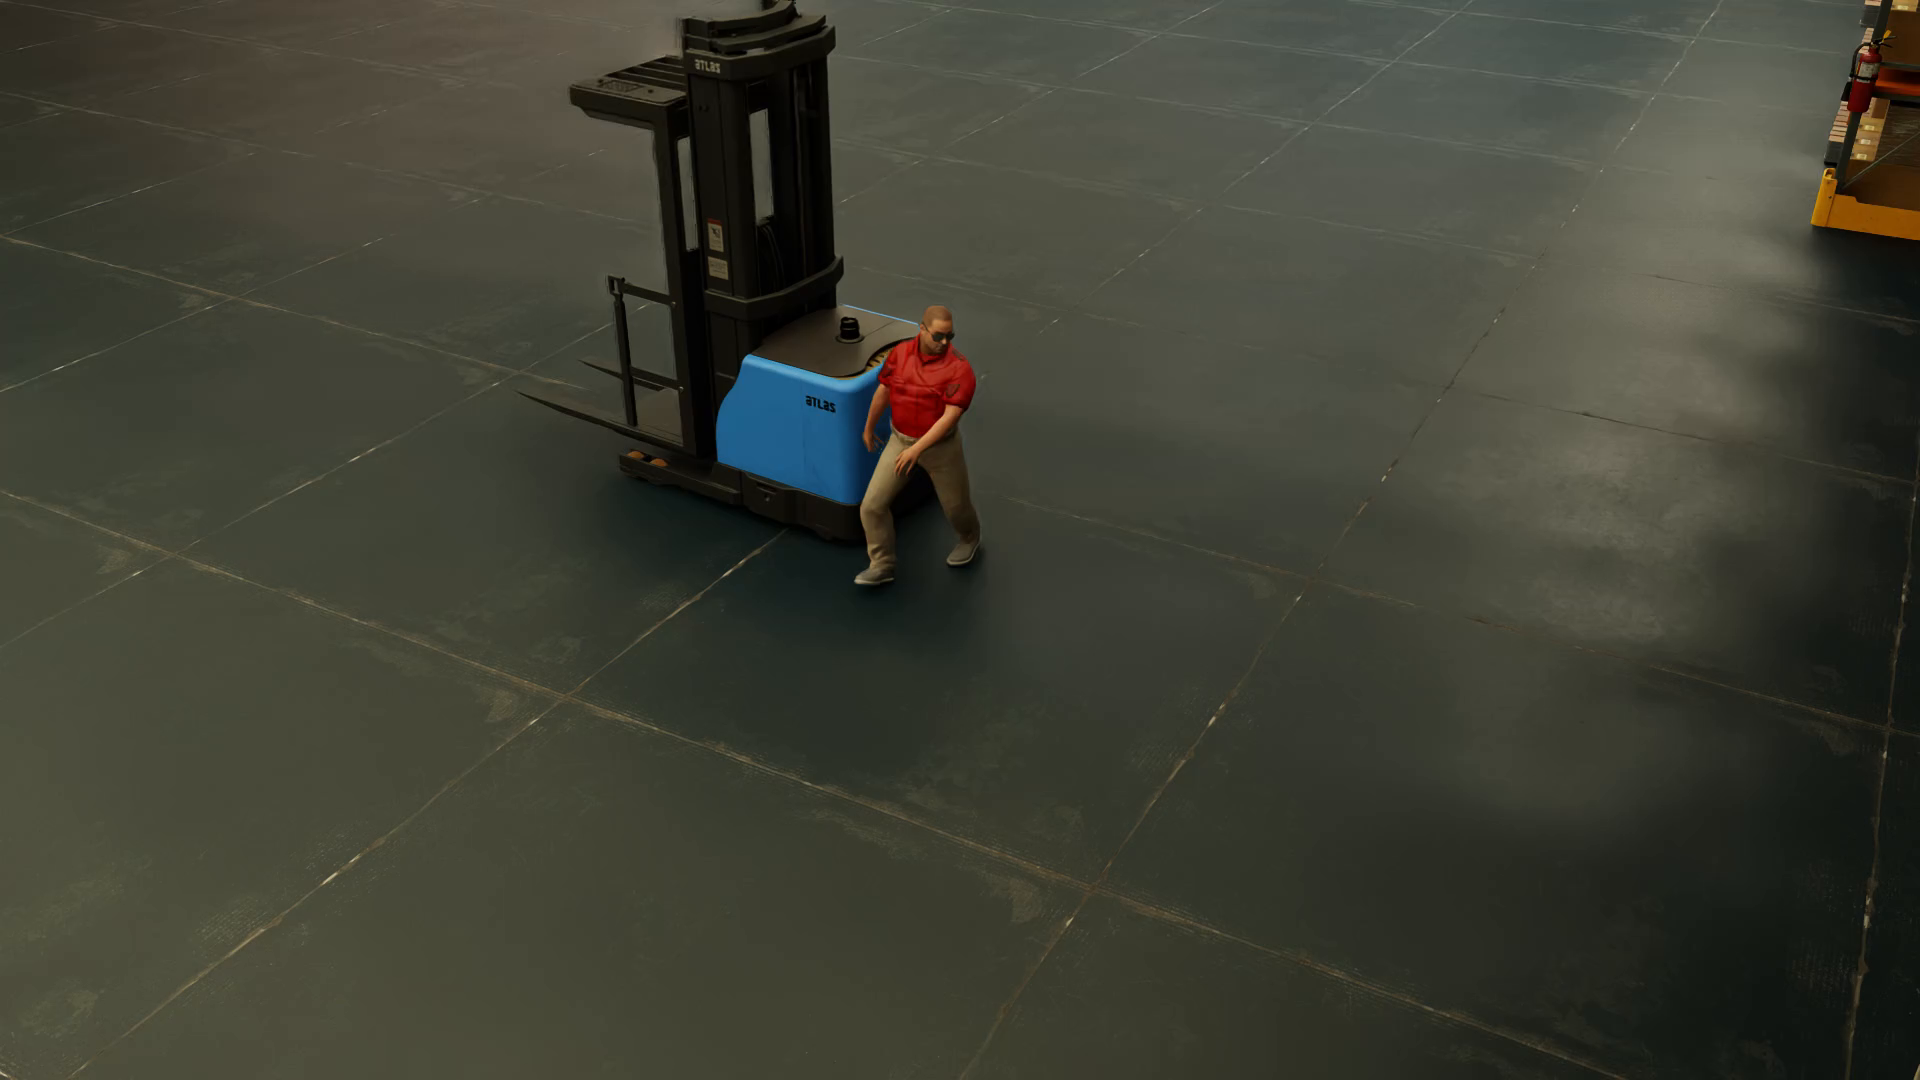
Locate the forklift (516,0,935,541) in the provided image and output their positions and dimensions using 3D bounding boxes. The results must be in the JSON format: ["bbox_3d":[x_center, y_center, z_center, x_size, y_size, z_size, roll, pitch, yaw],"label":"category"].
[{"bbox_3d":[-1.581,-1.819,10.222,3.031,2.935,1.130,18,35,29],"label":"forklift"}]

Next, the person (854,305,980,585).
[{"bbox_3d":[-0.259,-0.523,9.279,0.709,1.652,0.824,10,32,17],"label":"person"}]
